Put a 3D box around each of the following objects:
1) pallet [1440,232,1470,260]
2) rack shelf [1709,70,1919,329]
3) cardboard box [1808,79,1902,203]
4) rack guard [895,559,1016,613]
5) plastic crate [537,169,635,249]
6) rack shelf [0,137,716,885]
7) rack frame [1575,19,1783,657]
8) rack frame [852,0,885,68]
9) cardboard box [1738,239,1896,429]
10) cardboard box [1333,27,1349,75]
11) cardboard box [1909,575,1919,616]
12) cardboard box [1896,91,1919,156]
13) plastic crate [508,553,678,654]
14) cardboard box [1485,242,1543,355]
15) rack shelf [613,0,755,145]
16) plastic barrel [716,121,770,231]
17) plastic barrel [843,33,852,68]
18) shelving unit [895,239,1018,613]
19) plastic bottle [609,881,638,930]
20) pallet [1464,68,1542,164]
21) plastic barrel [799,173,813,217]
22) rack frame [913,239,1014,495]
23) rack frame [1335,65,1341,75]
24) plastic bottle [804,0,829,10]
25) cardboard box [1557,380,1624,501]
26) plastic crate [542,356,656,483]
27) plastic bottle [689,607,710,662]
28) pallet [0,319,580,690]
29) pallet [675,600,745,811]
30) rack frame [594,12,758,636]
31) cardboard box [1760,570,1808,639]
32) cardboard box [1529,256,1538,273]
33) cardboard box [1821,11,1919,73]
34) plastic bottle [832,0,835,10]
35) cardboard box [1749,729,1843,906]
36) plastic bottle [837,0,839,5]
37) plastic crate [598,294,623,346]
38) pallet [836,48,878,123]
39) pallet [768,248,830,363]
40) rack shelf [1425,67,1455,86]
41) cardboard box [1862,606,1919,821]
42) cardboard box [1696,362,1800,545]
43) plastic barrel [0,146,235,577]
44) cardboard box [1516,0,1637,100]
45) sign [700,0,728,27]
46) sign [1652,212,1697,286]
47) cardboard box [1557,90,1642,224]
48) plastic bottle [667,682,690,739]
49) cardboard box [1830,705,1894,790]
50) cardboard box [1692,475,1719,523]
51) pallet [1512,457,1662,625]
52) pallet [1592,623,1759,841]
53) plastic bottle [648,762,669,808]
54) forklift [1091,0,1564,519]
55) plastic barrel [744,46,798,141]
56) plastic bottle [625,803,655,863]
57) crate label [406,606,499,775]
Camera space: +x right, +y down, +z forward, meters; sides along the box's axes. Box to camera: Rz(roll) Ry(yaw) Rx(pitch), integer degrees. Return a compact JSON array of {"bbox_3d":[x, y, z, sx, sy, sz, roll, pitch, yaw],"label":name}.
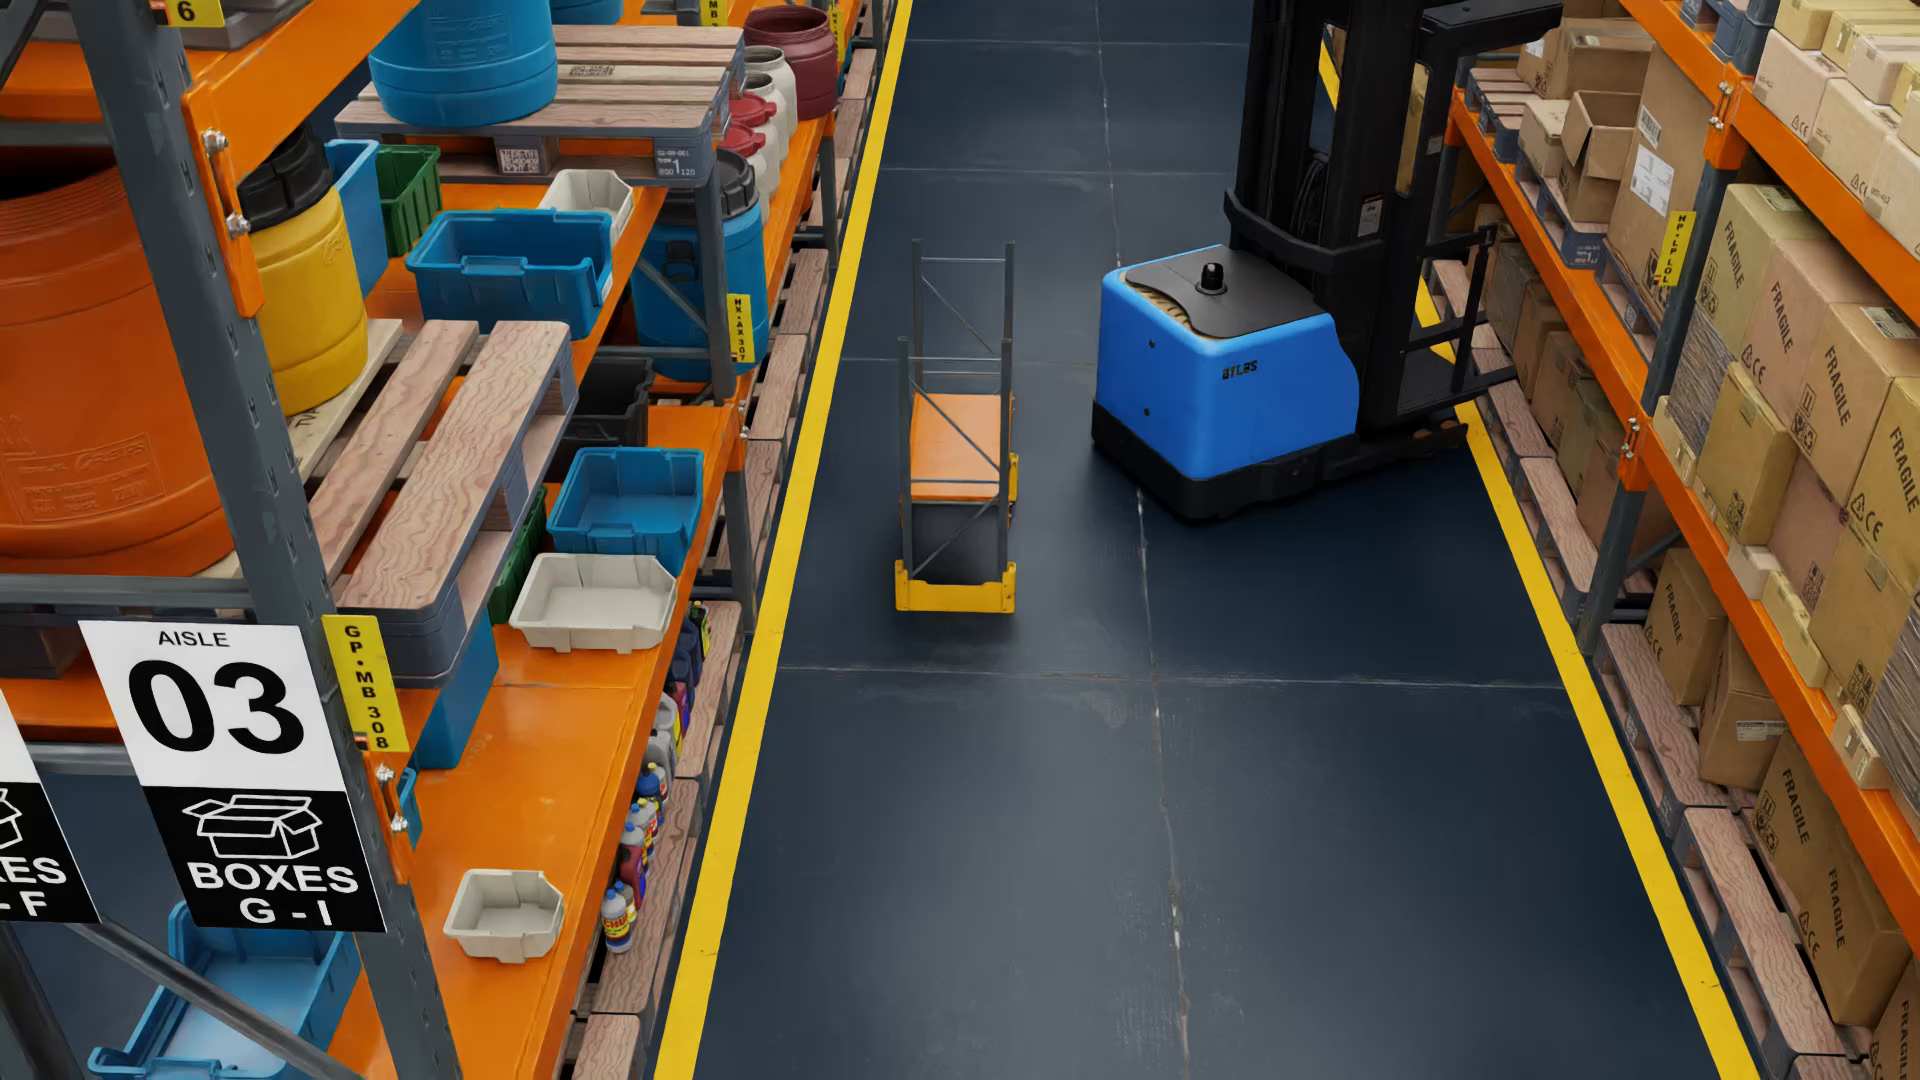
[{"bbox_3d":[3.727,-2.307,11.794,1.003,0.211,1.213,1,35,2],"label":"pallet"},{"bbox_3d":[3.379,-0.482,4.790,1.077,0.370,4.000,1,35,2],"label":"rack shelf"},{"bbox_3d":[3.169,-1.307,5.469,0.500,0.250,0.500,1,35,1],"label":"cardboard box"},{"bbox_3d":[-0.023,0.228,8.154,0.587,0.250,0.087,1,35,2],"label":"rack guard"},{"bbox_3d":[-1.150,-1.001,5.131,0.243,0.136,0.396,1,35,2],"label":"plastic crate"},{"bbox_3d":[-1.570,-0.597,4.953,1.077,0.370,4.000,1,35,2],"label":"rack shelf"},{"bbox_3d":[3.459,-0.698,7.081,1.000,3.000,0.127,1,35,2],"label":"rack frame"},{"bbox_3d":[-1.169,-5.409,13.783,1.000,3.000,0.127,1,35,2],"label":"rack frame"},{"bbox_3d":[3.168,-0.730,5.911,0.500,0.500,0.500,1,35,2],"label":"cardboard box"},{"bbox_3d":[3.775,-4.229,13.587,1.225,0.875,0.875,1,35,2],"label":"cardboard box"},{"bbox_3d":[3.111,0.132,4.684,0.500,0.500,0.500,1,35,2],"label":"cardboard box"},{"bbox_3d":[3.099,-1.245,5.033,0.380,0.149,0.250,1,35,1],"label":"cardboard box"},{"bbox_3d":[-1.302,0.234,5.983,0.530,0.136,0.437,1,35,2],"label":"plastic crate"},{"bbox_3d":[3.603,-1.449,9.941,0.700,0.500,0.500,-1,35,-2],"label":"cardboard box"},{"bbox_3d":[-1.410,-2.895,8.223,1.077,0.370,4.000,1,35,2],"label":"rack shelf"},{"bbox_3d":[-1.203,-1.834,8.579,0.433,0.535,0.433,0,35,0],"label":"plastic barrel"},{"bbox_3d":[-1.207,-4.410,13.822,0.600,0.901,0.708,1,35,2],"label":"plastic barrel"},{"bbox_3d":[-0.003,-0.570,8.202,0.587,1.500,1.083,1,35,2],"label":"shelving unit"},{"bbox_3d":[-1.262,1.356,6.208,0.097,0.201,0.097,0,35,0],"label":"plastic bottle"},{"bbox_3d":[3.698,-2.506,9.820,1.213,0.211,1.003,1,35,2],"label":"pallet"},{"bbox_3d":[-1.327,-2.676,11.417,0.600,0.830,0.708,1,35,2],"label":"plastic barrel"},{"bbox_3d":[0.017,-0.857,8.610,0.500,1.500,0.032,1,35,2],"label":"rack frame"},{"bbox_3d":[3.780,-5.295,13.621,1.000,3.000,0.127,1,35,2],"label":"rack frame"},{"bbox_3d":[-0.970,-3.567,11.270,0.152,0.276,0.135,1,35,2],"label":"plastic bottle"},{"bbox_3d":[3.543,-0.481,8.563,0.700,0.500,0.500,1,35,2],"label":"cardboard box"},{"bbox_3d":[-1.638,-0.489,6.837,0.767,0.338,0.504,1,35,2],"label":"plastic crate"},{"bbox_3d":[-1.180,0.403,7.494,0.061,0.283,0.133,3,35,4],"label":"plastic bottle"},{"bbox_3d":[-1.520,-0.138,3.838,1.003,0.211,1.213,1,35,2],"label":"pallet"},{"bbox_3d":[-1.559,0.713,7.497,1.003,0.211,1.213,1,35,2],"label":"pallet"},{"bbox_3d":[-1.490,-0.813,7.243,1.000,3.000,0.127,1,35,2],"label":"rack frame"},{"bbox_3d":[3.124,0.240,5.964,0.380,0.149,0.250,1,35,2],"label":"cardboard box"},{"bbox_3d":[3.612,-1.770,9.745,0.500,0.250,0.500,5,35,7],"label":"cardboard box"},{"bbox_3d":[3.195,-1.693,5.671,0.380,0.149,0.250,0,35,0],"label":"cardboard box"},{"bbox_3d":[-0.910,-3.779,11.565,0.061,0.283,0.133,1,35,2],"label":"plastic bottle"},{"bbox_3d":[3.441,1.069,6.374,0.500,0.500,0.500,-2,35,-2],"label":"cardboard box"},{"bbox_3d":[-0.897,-3.967,11.833,0.061,0.283,0.133,1,35,2],"label":"plastic bottle"},{"bbox_3d":[-1.776,-1.124,7.631,0.402,0.464,0.583,1,35,2],"label":"plastic crate"},{"bbox_3d":[-1.241,-3.826,13.956,1.003,0.211,1.213,1,35,2],"label":"pallet"},{"bbox_3d":[-1.399,-1.526,10.683,1.003,0.211,1.213,1,35,2],"label":"pallet"},{"bbox_3d":[3.700,-3.851,12.192,1.077,0.370,4.000,1,35,2],"label":"rack shelf"},{"bbox_3d":[3.311,0.546,4.965,0.875,0.500,0.500,1,35,2],"label":"cardboard box"},{"bbox_3d":[3.324,-0.317,6.193,0.875,0.500,0.500,1,35,2],"label":"cardboard box"},{"bbox_3d":[-1.758,-0.371,3.268,0.600,0.830,0.708,1,35,2],"label":"plastic barrel"},{"bbox_3d":[3.638,-2.898,9.758,0.500,0.500,0.500,-3,35,-4],"label":"cardboard box"},{"bbox_3d":[-0.941,-2.025,6.351,0.100,0.325,0.005,1,35,2],"label":"sign"},{"bbox_3d":[2.904,-1.183,6.763,0.100,0.325,0.005,1,35,2],"label":"sign"},{"bbox_3d":[3.436,-1.910,8.350,0.797,0.503,0.637,5,35,7],"label":"cardboard box"},{"bbox_3d":[-1.200,0.700,7.071,0.061,0.283,0.133,4,35,5],"label":"plastic bottle"},{"bbox_3d":[3.059,0.670,5.352,0.380,0.149,0.250,1,35,2],"label":"cardboard box"},{"bbox_3d":[3.144,-0.191,6.578,0.380,0.149,0.250,1,35,2],"label":"cardboard box"},{"bbox_3d":[3.489,-0.005,8.519,1.003,0.211,1.213,1,35,2],"label":"pallet"},{"bbox_3d":[3.467,0.829,7.332,1.003,0.211,1.213,1,35,2],"label":"pallet"},{"bbox_3d":[-1.236,0.986,6.734,0.097,0.201,0.097,0,35,0],"label":"plastic bottle"},{"bbox_3d":[2.288,-1.907,8.860,3.031,2.935,1.130,-17,39,-23],"label":"forklift"},{"bbox_3d":[-1.157,-2.561,9.633,0.421,0.512,0.421,0,35,0],"label":"plastic barrel"},{"bbox_3d":[-1.249,1.133,6.465,0.097,0.271,0.097,0,35,0],"label":"plastic bottle"},{"bbox_3d":[-1.847,0.407,5.477,0.502,0.435,0.616,1,35,2],"label":"crate label"}]
